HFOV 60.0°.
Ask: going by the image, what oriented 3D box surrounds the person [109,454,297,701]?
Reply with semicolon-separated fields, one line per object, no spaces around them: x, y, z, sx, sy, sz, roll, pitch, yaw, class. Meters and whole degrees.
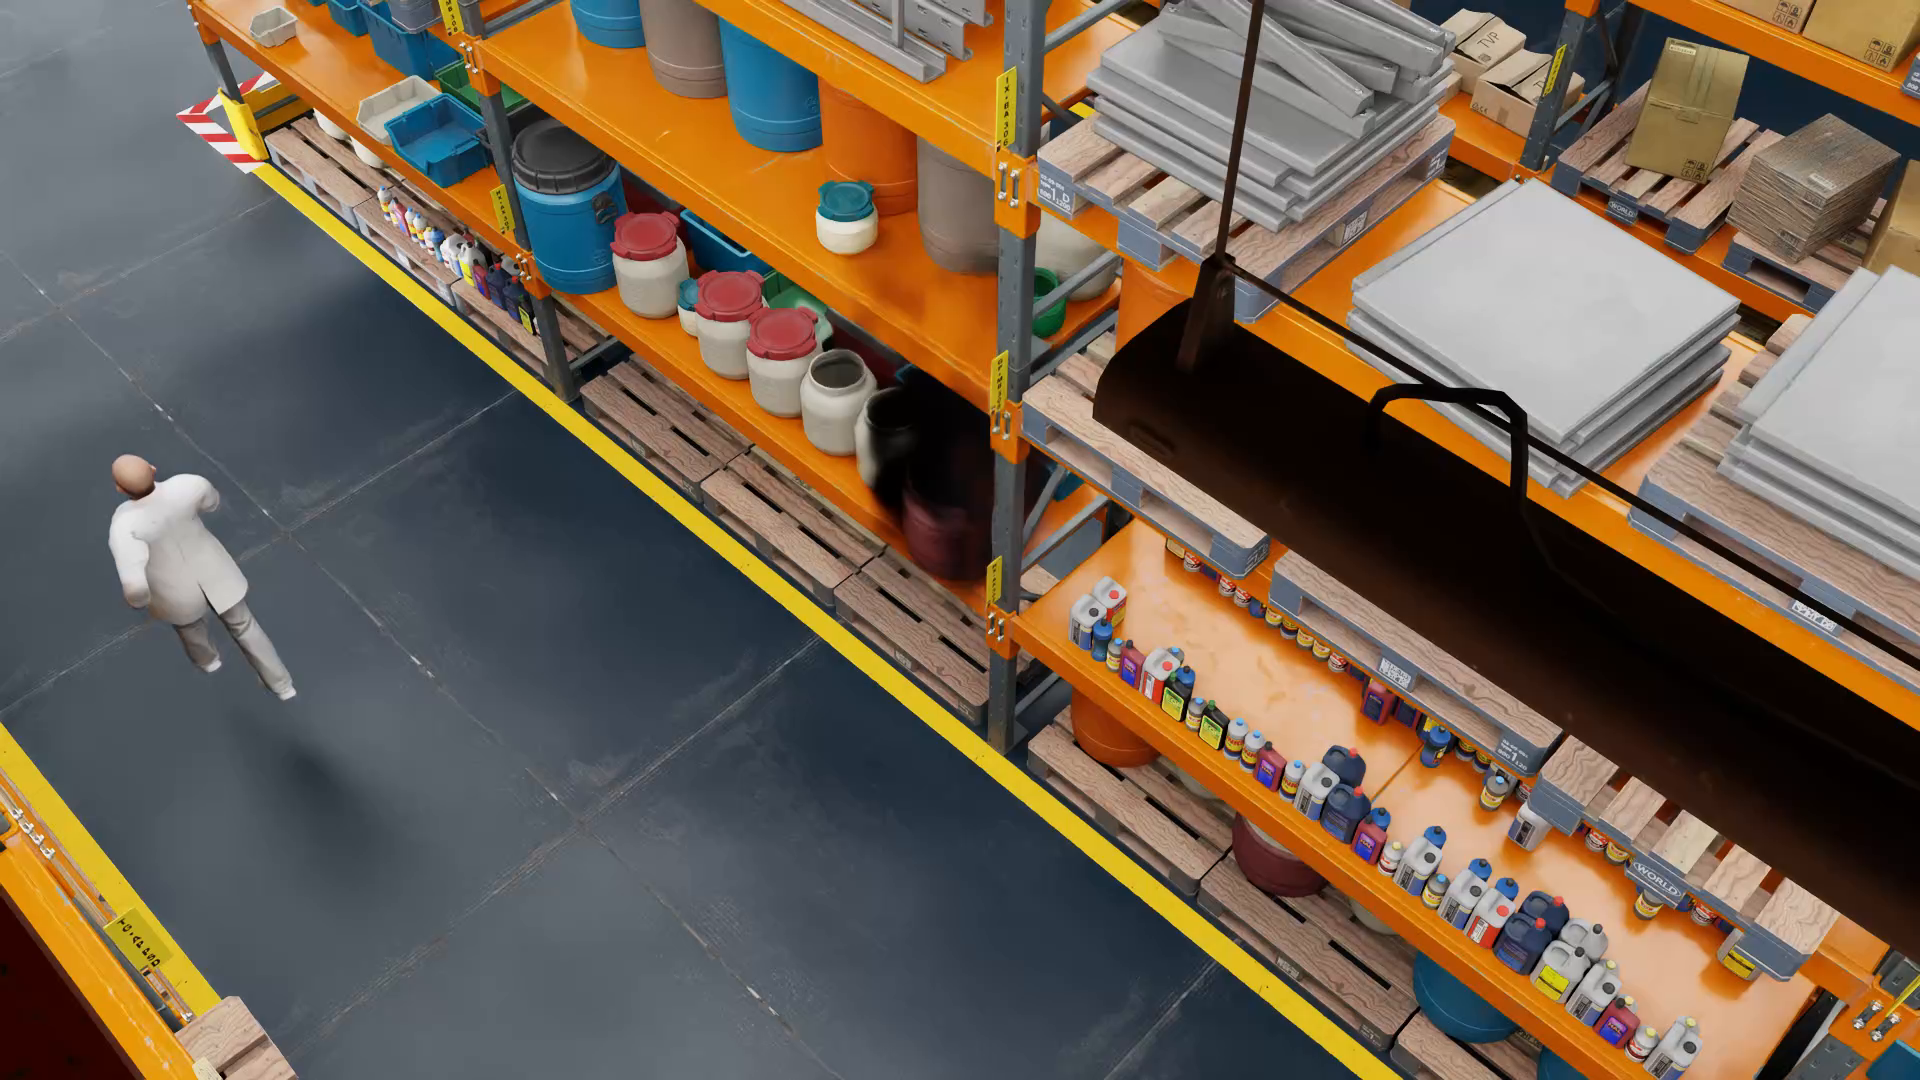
-4.012;0.202;8.663;0.889;1.841;0.684;35;58;26;person
